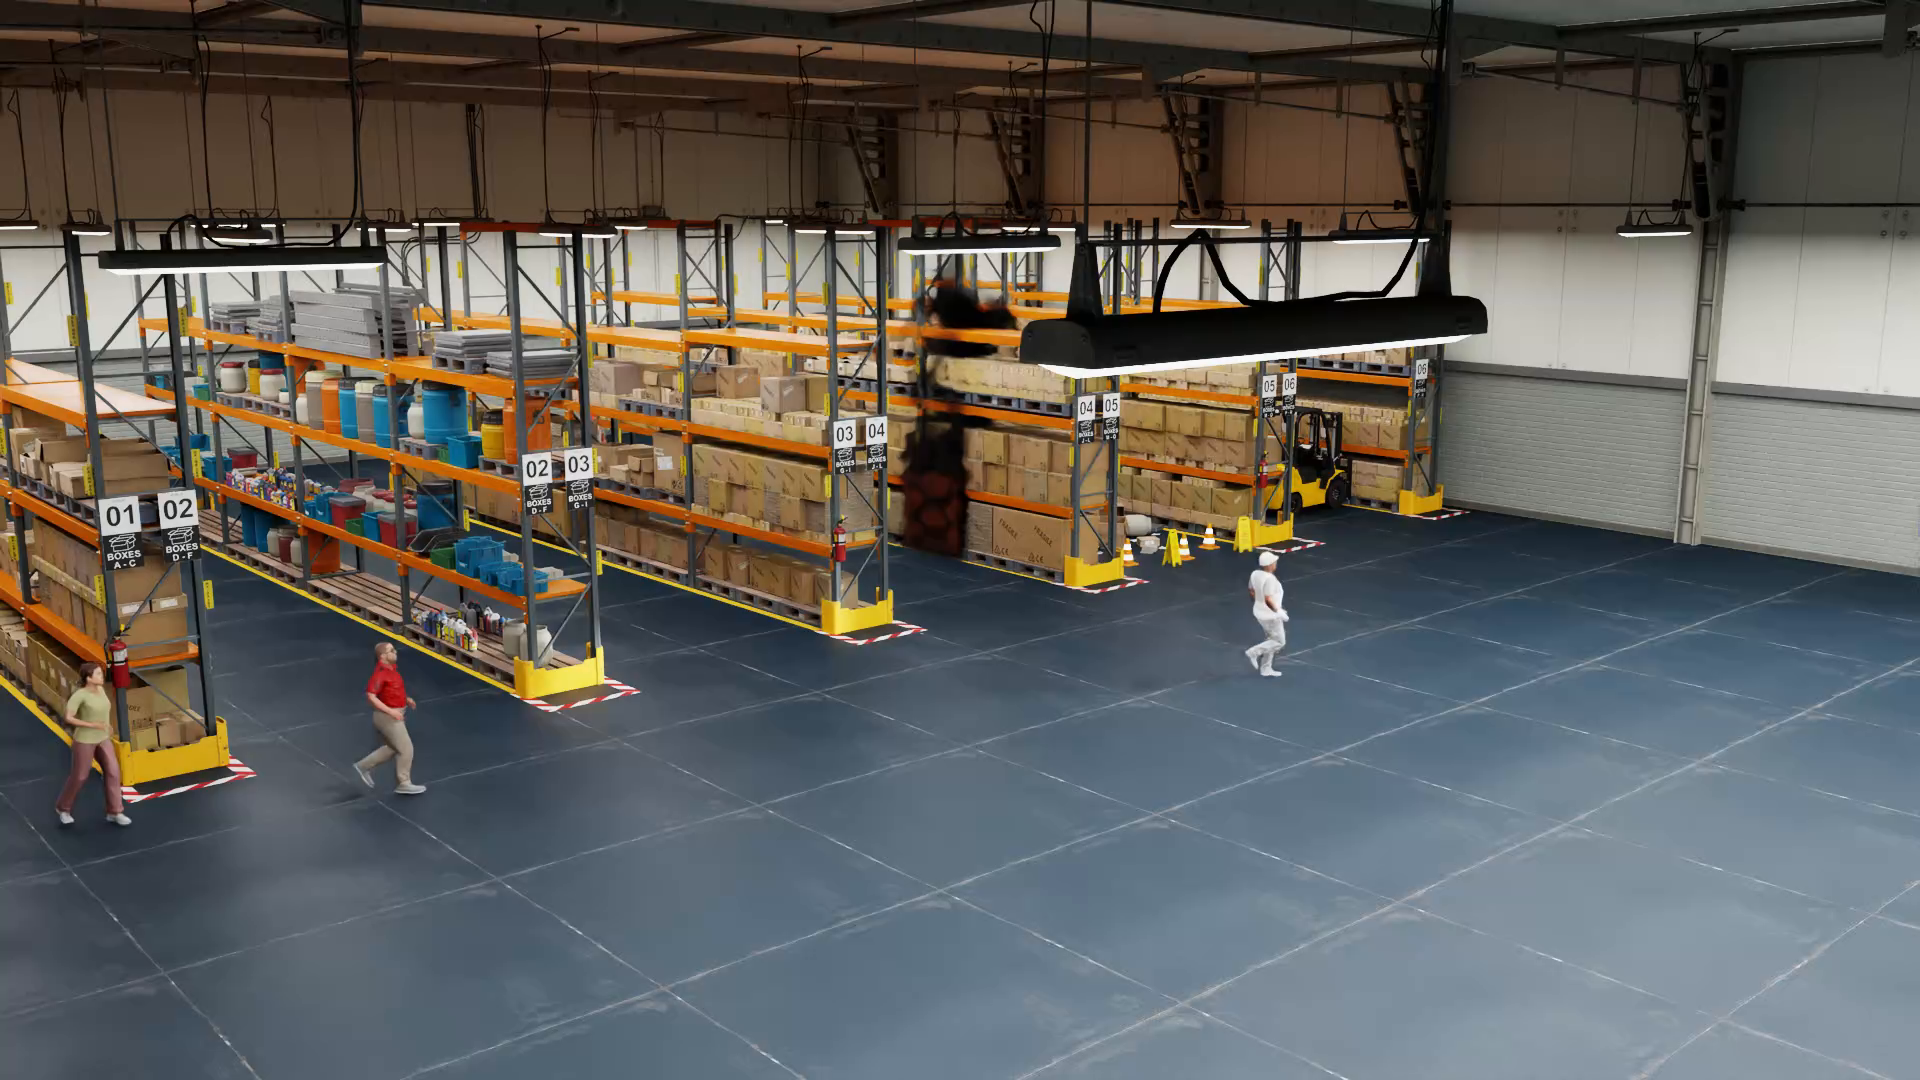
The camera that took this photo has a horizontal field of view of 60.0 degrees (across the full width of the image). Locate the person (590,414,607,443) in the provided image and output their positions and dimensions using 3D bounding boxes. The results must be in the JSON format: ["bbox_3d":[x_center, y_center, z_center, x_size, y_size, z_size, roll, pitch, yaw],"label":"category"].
[{"bbox_3d":[-8.241,-1.977,37.311,0.638,1.736,0.653,-8,14,-35],"label":"person"}]

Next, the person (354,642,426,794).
[{"bbox_3d":[-6.218,1.934,17.983,0.751,1.705,0.686,-2,12,-12],"label":"person"}]

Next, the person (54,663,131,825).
[{"bbox_3d":[-8.920,2.097,17.211,0.863,1.621,0.630,4,12,20],"label":"person"}]

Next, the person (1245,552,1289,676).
[{"bbox_3d":[4.115,1.014,22.505,0.599,1.739,0.690,-3,12,-14],"label":"person"}]
